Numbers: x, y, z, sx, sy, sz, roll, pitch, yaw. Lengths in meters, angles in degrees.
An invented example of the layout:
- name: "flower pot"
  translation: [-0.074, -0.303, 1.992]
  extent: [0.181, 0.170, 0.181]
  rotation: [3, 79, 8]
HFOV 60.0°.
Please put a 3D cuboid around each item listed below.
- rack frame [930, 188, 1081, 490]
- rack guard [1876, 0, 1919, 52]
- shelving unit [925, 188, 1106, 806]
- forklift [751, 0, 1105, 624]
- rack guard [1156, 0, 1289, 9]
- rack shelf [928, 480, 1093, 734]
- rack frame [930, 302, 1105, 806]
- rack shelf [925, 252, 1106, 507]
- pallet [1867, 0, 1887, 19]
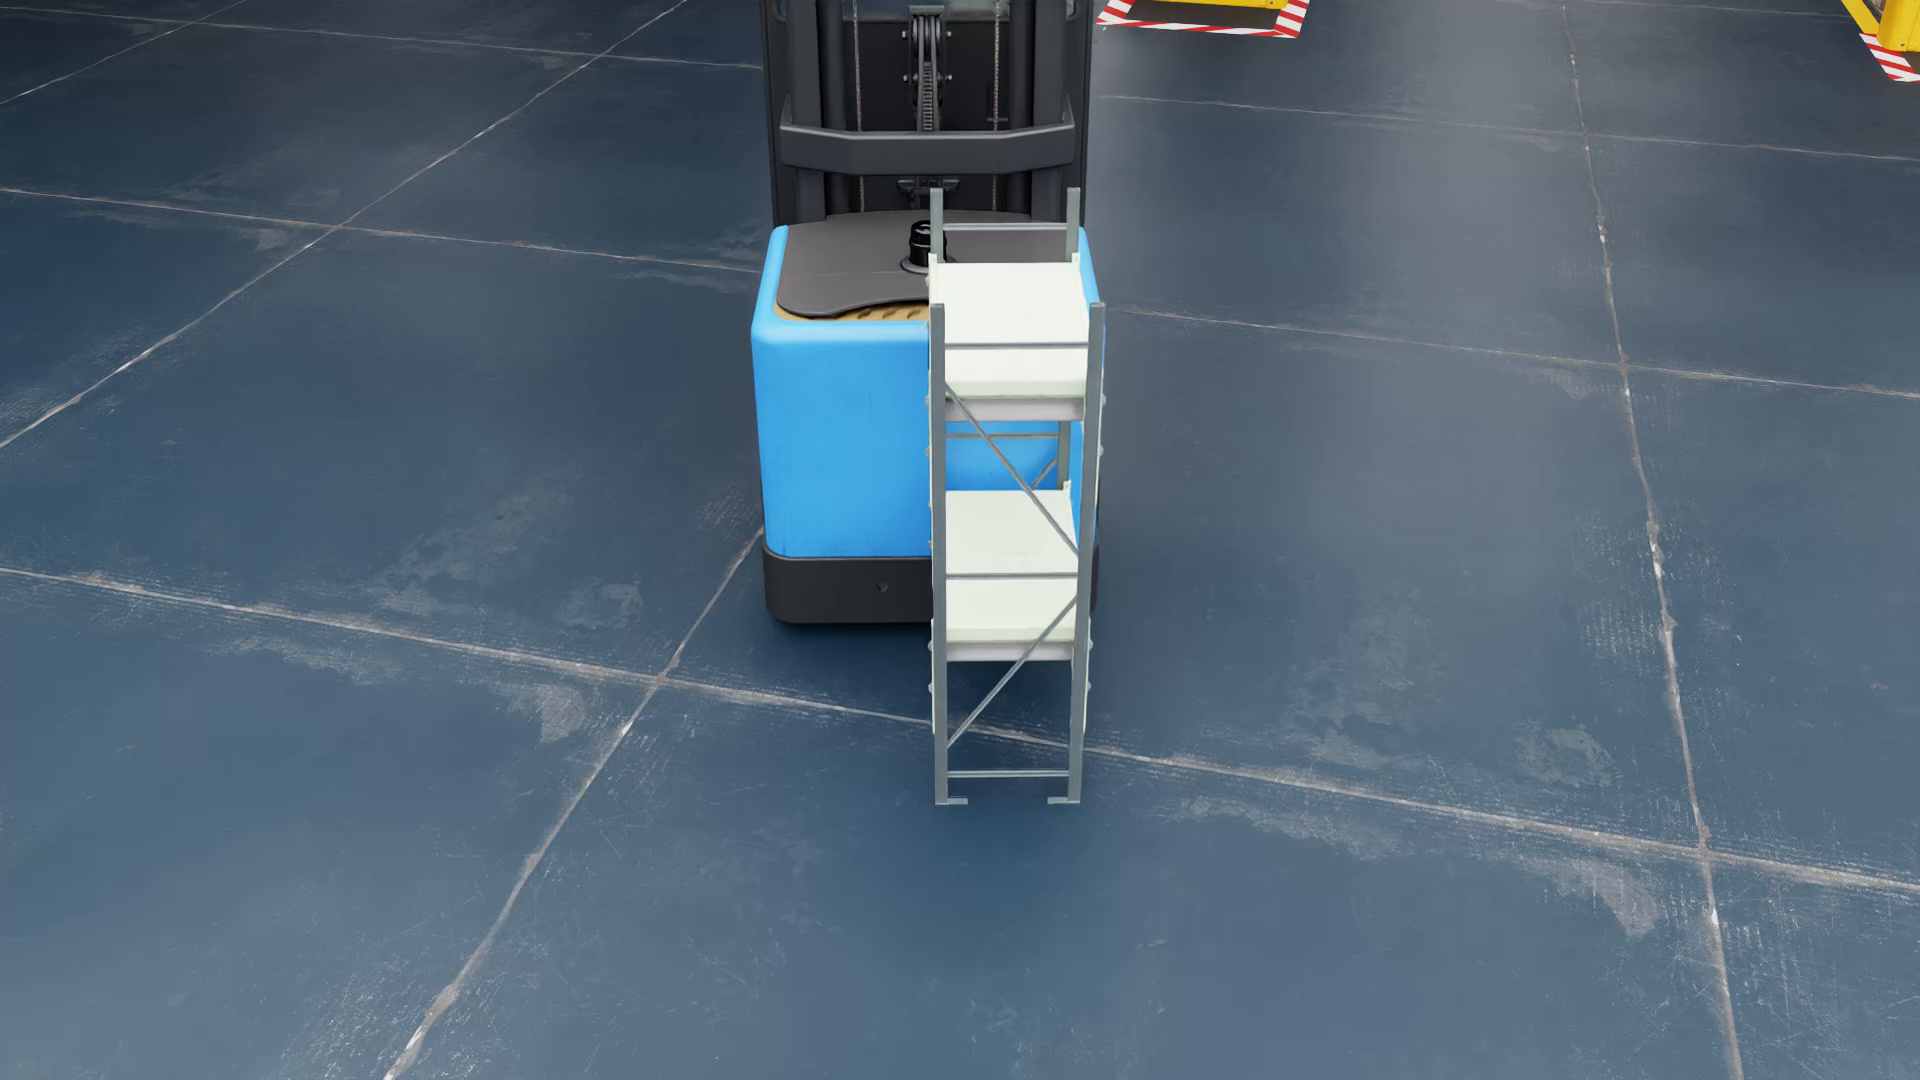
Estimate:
- name: "rack frame"
  translation: [0.120, -0.298, 4.821]
  extent: [0.400, 1.500, 0.023]
  rotation: [0, 32, -1]
- name: "rack guard"
  translation: [6.569, -3.380, 10.601]
  extent: [1.175, 0.500, 0.348]
  rotation: [8, 33, 12]
- name: "shelving unit"
  translation: [0.126, -0.102, 4.512]
  extent: [0.431, 1.500, 0.755]
  rotation: [0, 32, -1]
- name: "forklift"
  translation: [-0.113, -1.730, 5.739]
  extent: [1.130, 2.935, 3.031]
  rotation: [0, 32, -1]
- name: "rack guard"
  translation: [1.733, -4.061, 11.672]
  extent: [1.175, 0.500, 0.348]
  rotation: [8, 33, 12]
- name: "rack shelf"
  translation: [0.126, 0.173, 4.687]
  extent: [0.431, 0.370, 0.720]
  rotation: [0, 32, -1]
- name: "rack frame"
  translation: [0.132, 0.094, 4.204]
  extent: [0.400, 1.500, 0.023]
  rotation: [0, 32, -1]
- name: "rack shelf"
  translation: [0.126, -0.431, 4.303]
  extent: [0.431, 0.370, 0.720]
  rotation: [0, 32, -1]
- name: "pallet"
  translation: [6.809, -3.675, 11.334]
  extent: [1.003, 0.211, 1.213]
  rotation: [8, 33, 12]
